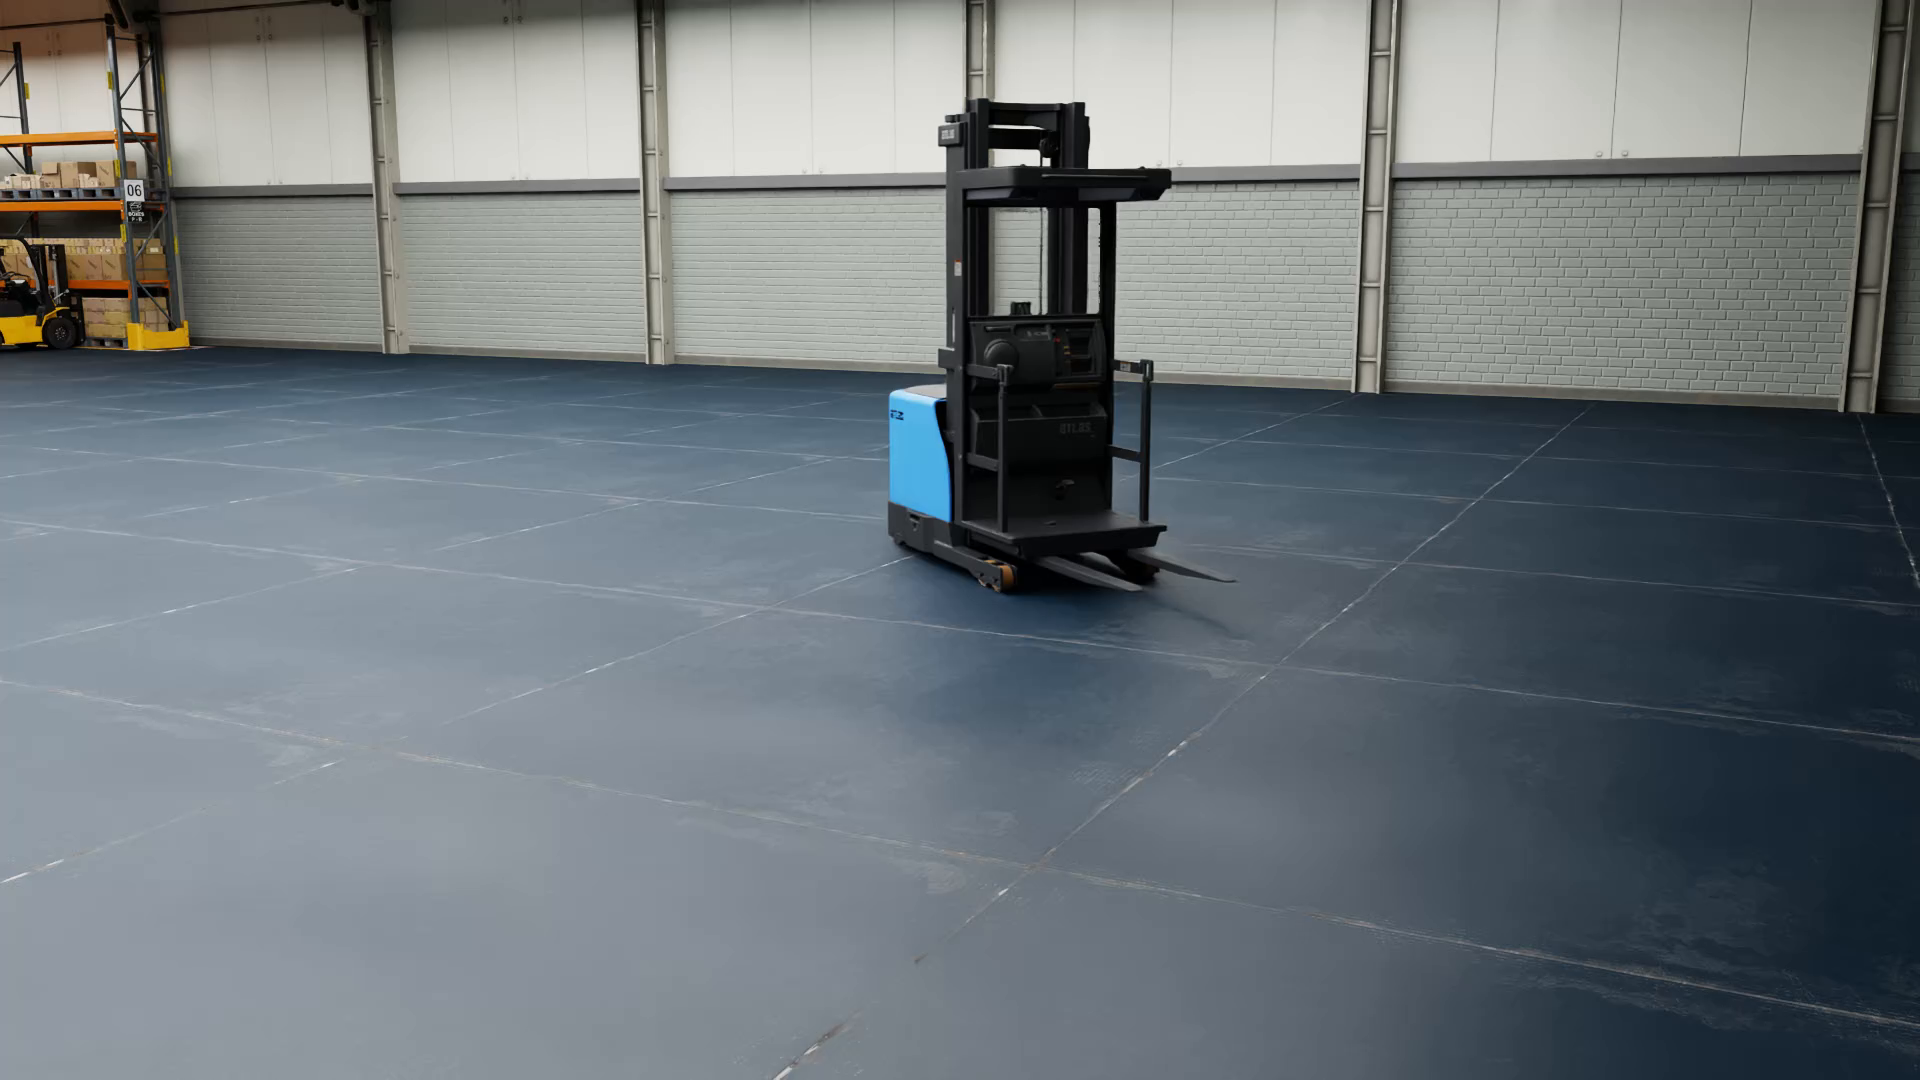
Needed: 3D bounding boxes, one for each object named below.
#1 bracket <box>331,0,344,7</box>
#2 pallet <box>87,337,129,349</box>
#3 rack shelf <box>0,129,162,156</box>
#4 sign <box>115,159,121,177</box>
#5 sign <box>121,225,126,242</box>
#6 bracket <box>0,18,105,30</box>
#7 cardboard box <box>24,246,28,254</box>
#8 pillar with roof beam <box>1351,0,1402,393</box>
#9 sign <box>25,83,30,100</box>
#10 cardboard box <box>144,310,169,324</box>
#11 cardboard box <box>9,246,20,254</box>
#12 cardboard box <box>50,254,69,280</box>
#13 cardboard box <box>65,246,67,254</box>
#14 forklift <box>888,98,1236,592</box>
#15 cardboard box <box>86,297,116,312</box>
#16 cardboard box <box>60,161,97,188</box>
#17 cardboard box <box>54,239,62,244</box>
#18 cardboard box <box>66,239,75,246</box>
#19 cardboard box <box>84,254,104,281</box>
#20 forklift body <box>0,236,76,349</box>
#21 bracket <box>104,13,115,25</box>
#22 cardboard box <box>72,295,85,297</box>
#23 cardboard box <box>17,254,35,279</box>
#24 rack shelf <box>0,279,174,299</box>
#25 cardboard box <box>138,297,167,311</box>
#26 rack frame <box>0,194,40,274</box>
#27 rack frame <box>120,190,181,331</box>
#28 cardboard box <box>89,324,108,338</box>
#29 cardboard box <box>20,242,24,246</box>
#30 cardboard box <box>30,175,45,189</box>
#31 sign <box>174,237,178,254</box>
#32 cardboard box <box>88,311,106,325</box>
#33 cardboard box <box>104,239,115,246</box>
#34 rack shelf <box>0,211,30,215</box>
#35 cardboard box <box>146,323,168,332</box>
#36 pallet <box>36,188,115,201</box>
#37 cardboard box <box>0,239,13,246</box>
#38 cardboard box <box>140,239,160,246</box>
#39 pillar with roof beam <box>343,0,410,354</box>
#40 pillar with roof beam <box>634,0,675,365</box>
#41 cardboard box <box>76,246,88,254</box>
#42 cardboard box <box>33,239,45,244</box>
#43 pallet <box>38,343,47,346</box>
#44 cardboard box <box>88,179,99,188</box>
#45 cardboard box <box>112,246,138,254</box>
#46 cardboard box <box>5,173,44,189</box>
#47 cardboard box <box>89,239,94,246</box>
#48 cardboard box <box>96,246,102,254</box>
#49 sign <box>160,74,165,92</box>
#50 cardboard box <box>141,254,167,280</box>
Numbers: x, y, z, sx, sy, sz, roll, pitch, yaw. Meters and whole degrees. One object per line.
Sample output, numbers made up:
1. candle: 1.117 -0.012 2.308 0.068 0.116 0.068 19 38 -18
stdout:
1. bracket: -11.008 -9.651 29.679 0.430 0.232 0.235 5 11 26
2. pallet: -16.339 -3.907 32.725 1.213 0.211 1.003 5 11 26
3. rack shelf: -17.428 -7.784 32.617 4.000 0.370 1.077 5 11 26
4. sign: -15.887 -7.013 31.369 0.005 0.325 0.100 5 11 26
5. sign: -15.887 -5.826 31.584 0.005 0.325 0.100 5 11 26
6. bracket: -18.700 -10.327 33.414 4.783 0.066 0.076 5 11 26
7. cardboard box: -18.385 -5.775 33.112 0.250 0.149 0.380 5 12 27
8. pillar with roof beam: 3.758 -5.798 18.496 0.400 9.000 9.100 5 11 26
9. sign: -18.954 -9.117 33.770 0.005 0.325 0.100 5 11 26
10. cardboard box: -15.964 -4.395 32.732 0.500 0.250 0.500 5 12 27
11. cardboard box: -18.819 -5.822 33.373 0.250 0.149 0.380 5 12 27
12. cardboard box: -17.568 -5.392 32.820 0.500 0.500 0.500 5 11 26
13. cardboard box: -17.414 -5.708 32.743 0.250 0.149 0.380 5 11 25
14. forklift: 0.588 -1.217 10.222 1.130 2.935 3.031 -5 11 -25
15. cardboard box: -16.646 -4.597 32.441 0.500 0.250 0.500 5 12 27
16. cardboard box: -17.013 -7.099 32.370 0.500 0.500 0.700 5 11 26
17. cardboard box: -17.645 -5.877 32.845 0.250 0.149 0.380 5 11 26
18. cardboard box: -17.238 -5.819 32.525 0.250 0.149 0.380 5 12 27
19. cardboard box: -16.653 -5.314 32.388 0.500 0.500 0.500 5 12 28
20. forklift body: -18.142 -4.666 31.472 1.214 2.155 2.313 5 11 26
21. bracket: -16.389 -10.124 32.292 0.430 0.232 0.235 5 11 26
22. cardboard box: -17.786 -4.799 33.558 0.500 0.250 0.500 5 11 26
23. cardboard box: -18.465 -5.475 33.278 0.500 0.500 0.500 5 12 27
24. rack shelf: -17.428 -5.029 33.116 4.000 0.370 1.077 5 11 26
25. cardboard box: -15.982 -4.639 32.675 0.500 0.250 0.500 5 11 25
26. rack frame: -19.221 -5.541 33.922 0.127 3.000 1.000 5 11 26
27. rack frame: -15.634 -5.226 32.181 0.127 3.000 1.000 5 11 26
28. cardboard box: -16.637 -4.106 32.539 0.500 0.250 0.500 5 11 26
29. cardboard box: -18.560 -5.958 33.291 0.250 0.149 0.380 5 11 25
30. cardboard box: -18.025 -7.041 32.707 0.258 0.266 0.396 5 11 24
31. sign: -15.383 -5.779 32.584 0.005 0.325 0.100 5 11 26
32. cardboard box: -16.654 -4.355 32.508 0.500 0.250 0.500 5 11 25
33. cardboard box: -16.284 -5.749 32.137 0.250 0.149 0.380 5 11 26
34. rack shelf: -21.015 -6.820 34.590 4.000 0.370 1.077 5 11 26
35. cardboard box: -15.988 -4.149 32.775 0.500 0.250 0.500 5 11 26
36. pallet: -17.355 -6.814 32.782 1.213 0.211 1.003 5 11 26
37. cardboard box: -19.067 -5.983 33.428 0.250 0.149 0.380 5 12 27
38. cardboard box: -15.841 -5.801 32.422 0.250 0.149 0.380 5 11 25
39. pillar with roof beam: -12.384 -7.216 26.334 0.548 9.000 9.100 5 11 26
40. pillar with roof beam: -7.003 -6.743 23.721 0.400 9.000 9.100 5 11 26
41. cardboard box: -16.995 -5.657 32.462 0.250 0.149 0.380 5 11 24
42. cardboard box: -18.130 -5.905 32.999 0.250 0.149 0.380 5 11 25
43. pallet: -18.527 -4.099 33.787 1.213 0.211 1.003 5 11 26
44. cardboard box: -16.512 -6.851 31.982 0.250 0.149 0.380 5 11 24
45. cardboard box: -16.069 -5.577 32.018 0.250 0.149 0.380 5 11 27
46. cardboard box: -18.583 -7.124 33.039 0.500 0.311 0.500 5 12 27
47. cardboard box: -16.721 -5.797 32.401 0.250 0.149 0.380 5 11 26
48. cardboard box: -16.517 -5.622 32.270 0.250 0.149 0.380 5 12 27
49. sign: -15.383 -8.803 32.036 0.005 0.325 0.100 5 11 26
50. cardboard box: -15.956 -5.358 32.633 0.500 0.500 0.500 5 12 28
